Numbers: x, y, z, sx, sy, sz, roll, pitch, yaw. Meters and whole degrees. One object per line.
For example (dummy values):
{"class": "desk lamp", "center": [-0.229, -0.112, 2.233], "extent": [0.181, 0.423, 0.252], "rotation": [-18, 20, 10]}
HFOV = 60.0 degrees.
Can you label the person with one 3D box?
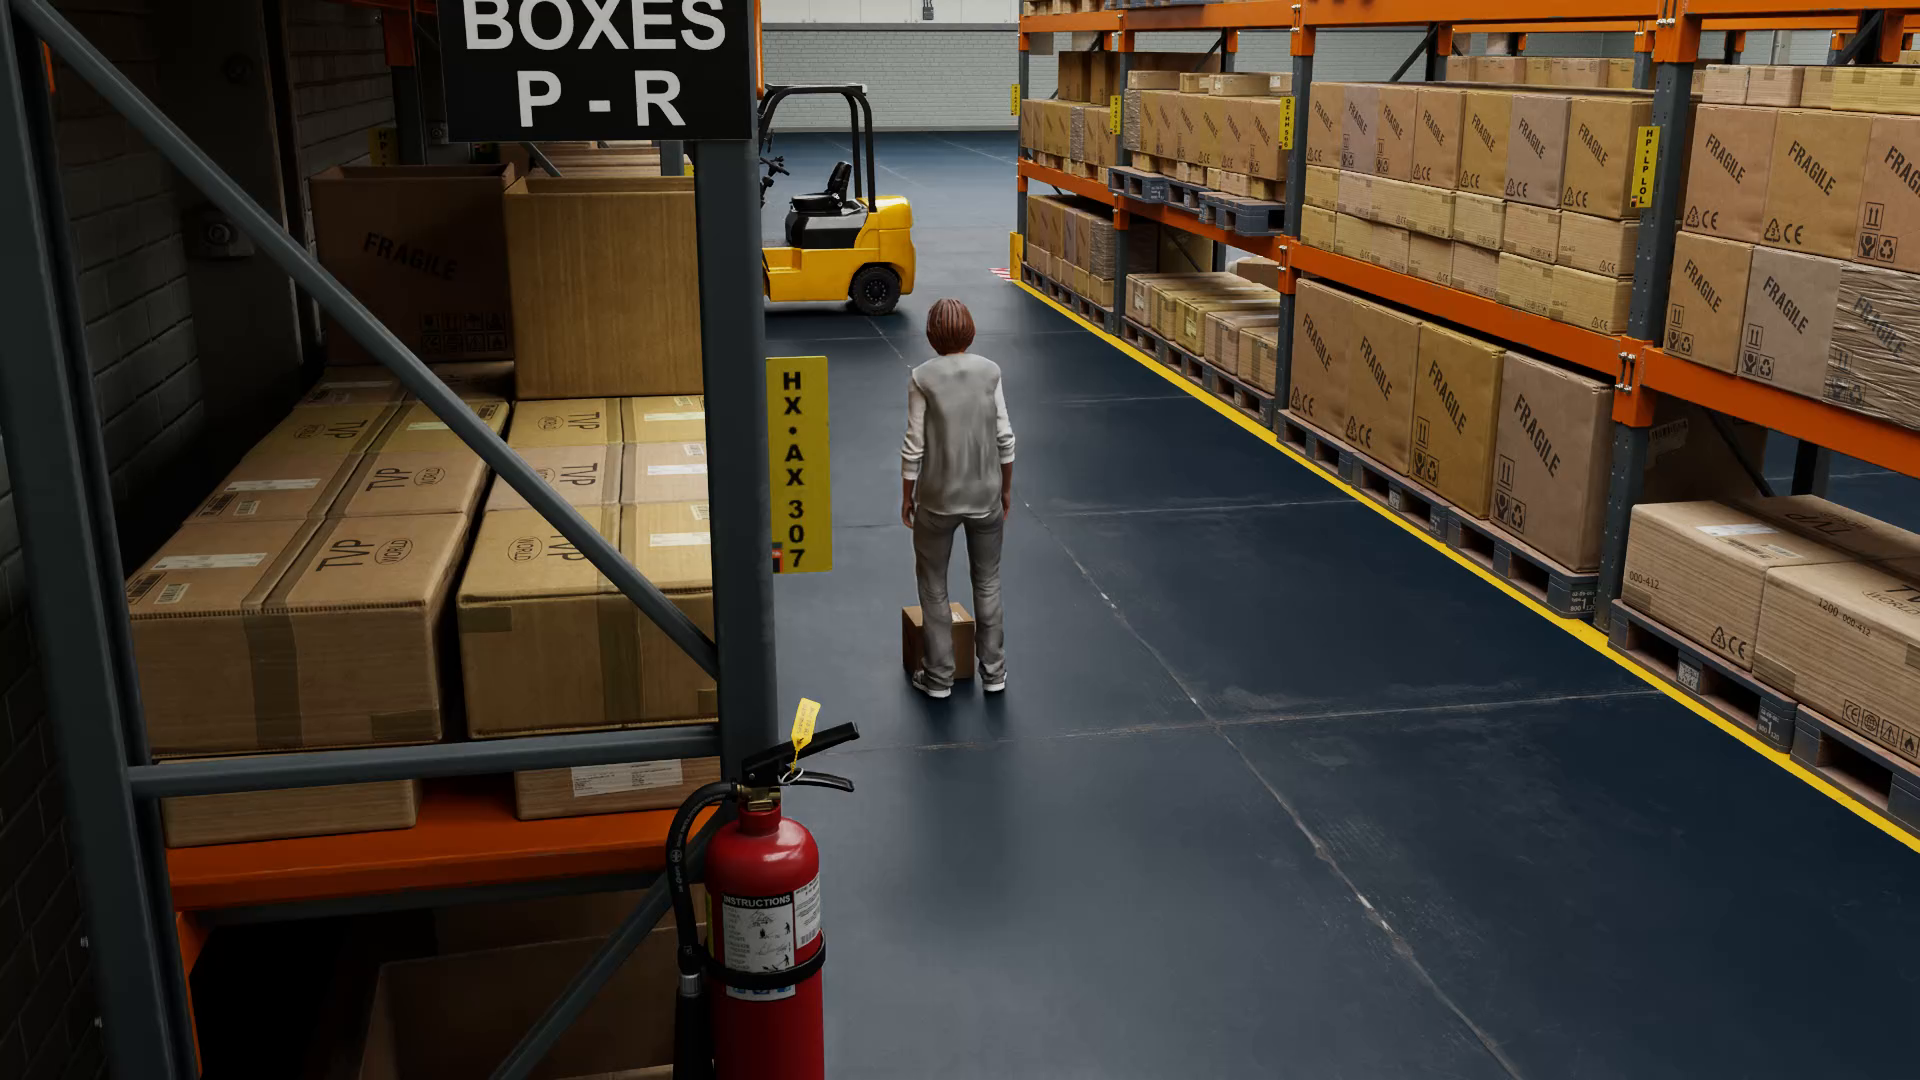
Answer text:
{"class": "person", "center": [-0.010, -0.150, 6.560], "extent": [0.462, 1.593, 0.345], "rotation": [-4, 17, -15]}
